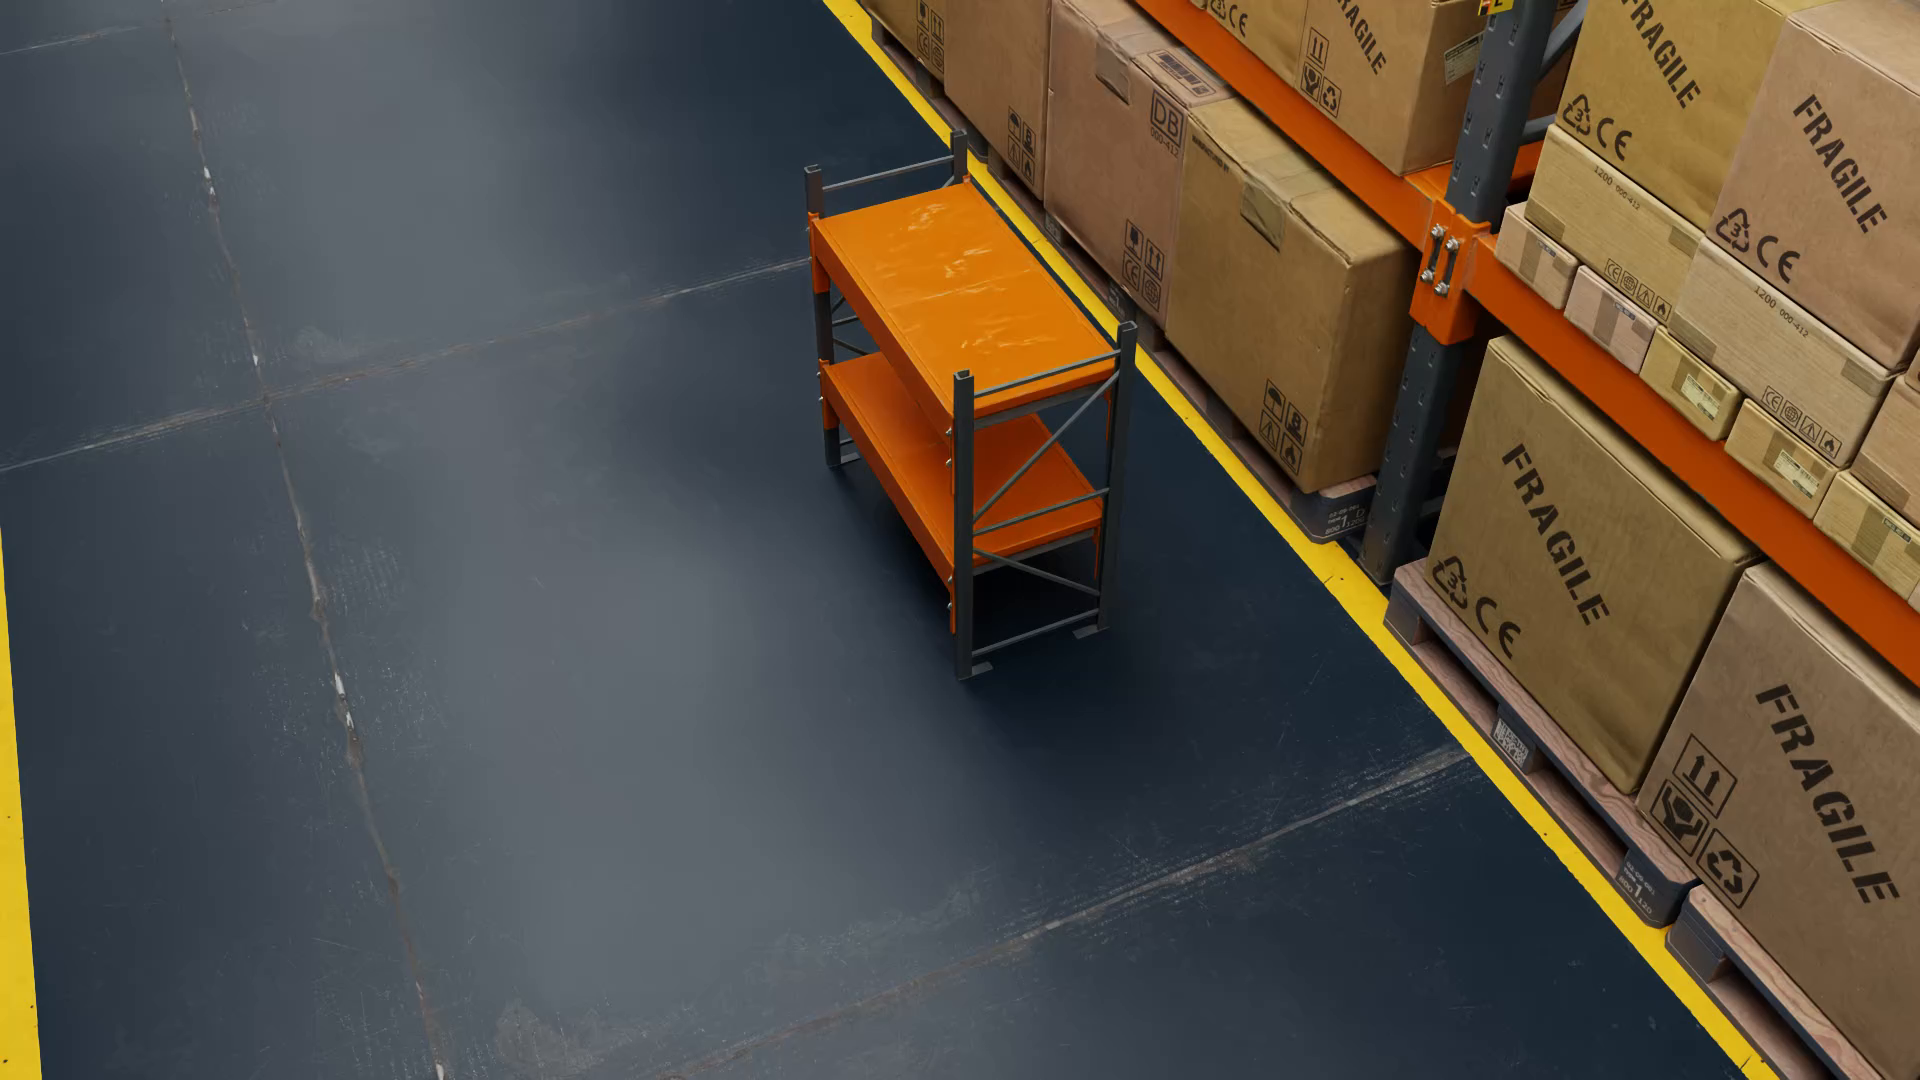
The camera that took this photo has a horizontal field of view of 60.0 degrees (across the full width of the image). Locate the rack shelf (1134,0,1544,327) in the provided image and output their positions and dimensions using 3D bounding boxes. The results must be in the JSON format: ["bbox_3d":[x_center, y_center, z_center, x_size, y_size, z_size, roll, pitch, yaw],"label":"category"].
[{"bbox_3d":[0.873,-2.123,5.778,1.077,0.370,4.000,-18,47,-17],"label":"rack shelf"}]

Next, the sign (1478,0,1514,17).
[{"bbox_3d":[1.225,-1.322,3.686,0.100,0.325,0.005,-18,47,-17],"label":"sign"}]

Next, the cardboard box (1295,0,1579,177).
[{"bbox_3d":[1.269,-1.358,4.419,0.500,0.500,0.500,-18,47,-17],"label":"cardboard box"}]

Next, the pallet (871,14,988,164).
[{"bbox_3d":[0.295,-2.136,7.265,1.003,0.211,1.213,-18,47,-17],"label":"pallet"}]

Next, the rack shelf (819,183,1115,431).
[{"bbox_3d":[0.003,-0.657,4.593,0.459,0.093,0.952,-18,47,-17],"label":"rack shelf"}]

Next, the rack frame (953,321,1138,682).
[{"bbox_3d":[0.217,-0.072,4.522,0.500,1.125,0.032,-18,47,-17],"label":"rack frame"}]

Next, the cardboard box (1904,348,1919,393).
[{"bbox_3d":[2.106,-0.397,2.878,0.500,0.500,0.500,-19,48,-19],"label":"cardboard box"}]

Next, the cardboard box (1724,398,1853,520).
[{"bbox_3d":[1.870,-0.226,3.523,0.380,0.149,0.250,-19,48,-18],"label":"cardboard box"}]

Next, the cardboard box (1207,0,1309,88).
[{"bbox_3d":[1.067,-1.675,4.741,0.500,0.500,0.500,-17,47,-16],"label":"cardboard box"}]

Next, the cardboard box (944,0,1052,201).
[{"bbox_3d":[0.671,-2.031,6.386,1.225,0.875,0.875,-18,47,-17],"label":"cardboard box"}]

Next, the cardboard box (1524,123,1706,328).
[{"bbox_3d":[1.673,-0.780,3.800,0.500,0.250,0.500,-19,48,-18],"label":"cardboard box"}]

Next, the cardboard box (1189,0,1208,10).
[{"bbox_3d":[0.841,-2.006,5.076,0.500,0.500,0.500,-19,48,-18],"label":"cardboard box"}]

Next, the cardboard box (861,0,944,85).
[{"bbox_3d":[0.303,-2.601,6.964,1.225,0.875,0.875,-20,48,-19],"label":"cardboard box"}]

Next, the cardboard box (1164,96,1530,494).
[{"bbox_3d":[1.426,-0.900,5.240,1.225,0.875,0.875,-18,47,-17],"label":"cardboard box"}]

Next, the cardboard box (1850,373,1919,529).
[{"bbox_3d":[2.101,-0.134,3.145,0.500,0.250,0.500,-17,47,-16],"label":"cardboard box"}]

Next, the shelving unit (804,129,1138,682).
[{"bbox_3d":[0.003,-0.396,4.851,0.538,1.125,1.048,-18,47,-17],"label":"shelving unit"}]

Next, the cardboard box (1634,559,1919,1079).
[{"bbox_3d":[2.297,0.520,3.801,0.875,0.875,0.875,-18,47,-17],"label":"cardboard box"}]

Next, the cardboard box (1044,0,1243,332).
[{"bbox_3d":[1.050,-1.469,5.817,1.225,0.875,0.875,-20,48,-19],"label":"cardboard box"}]

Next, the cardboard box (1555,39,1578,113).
[{"bbox_3d":[1.747,-1.507,4.571,0.500,0.500,0.500,-18,47,-17],"label":"cardboard box"}]

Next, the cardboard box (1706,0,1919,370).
[{"bbox_3d":[1.883,-0.727,3.213,0.500,0.500,0.500,-18,47,-17],"label":"cardboard box"}]

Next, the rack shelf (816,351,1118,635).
[{"bbox_3d":[0.003,-0.222,5.022,0.538,0.278,1.000,-18,47,-17],"label":"rack shelf"}]

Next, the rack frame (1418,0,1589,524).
[{"bbox_3d":[1.711,-1.104,4.233,0.949,2.616,0.053,-18,47,-17],"label":"rack frame"}]

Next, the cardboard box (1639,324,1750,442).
[{"bbox_3d":[1.758,-0.393,3.692,0.380,0.149,0.250,-17,47,-16],"label":"cardboard box"}]

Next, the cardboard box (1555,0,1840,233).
[{"bbox_3d":[1.683,-1.043,3.533,0.500,0.500,0.500,-18,47,-17],"label":"cardboard box"}]

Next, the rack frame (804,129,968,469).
[{"bbox_3d":[-0.211,-0.720,5.179,0.500,1.125,0.032,-18,47,-17],"label":"rack frame"}]

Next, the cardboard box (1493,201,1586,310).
[{"bbox_3d":[1.536,-0.729,4.032,0.380,0.149,0.250,-18,47,-17],"label":"cardboard box"}]

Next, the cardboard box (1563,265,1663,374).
[{"bbox_3d":[1.647,-0.561,3.862,0.380,0.149,0.250,-20,48,-19],"label":"cardboard box"}]

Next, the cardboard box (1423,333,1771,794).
[{"bbox_3d":[1.918,-0.054,4.382,0.875,0.875,0.875,-18,47,-17],"label":"cardboard box"}]

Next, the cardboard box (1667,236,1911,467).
[{"bbox_3d":[1.878,-0.462,3.478,0.500,0.250,0.500,-18,47,-18],"label":"cardboard box"}]

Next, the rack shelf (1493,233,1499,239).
[{"bbox_3d":[2.554,0.356,3.126,0.919,0.124,3.809,-18,47,-17],"label":"rack shelf"}]
